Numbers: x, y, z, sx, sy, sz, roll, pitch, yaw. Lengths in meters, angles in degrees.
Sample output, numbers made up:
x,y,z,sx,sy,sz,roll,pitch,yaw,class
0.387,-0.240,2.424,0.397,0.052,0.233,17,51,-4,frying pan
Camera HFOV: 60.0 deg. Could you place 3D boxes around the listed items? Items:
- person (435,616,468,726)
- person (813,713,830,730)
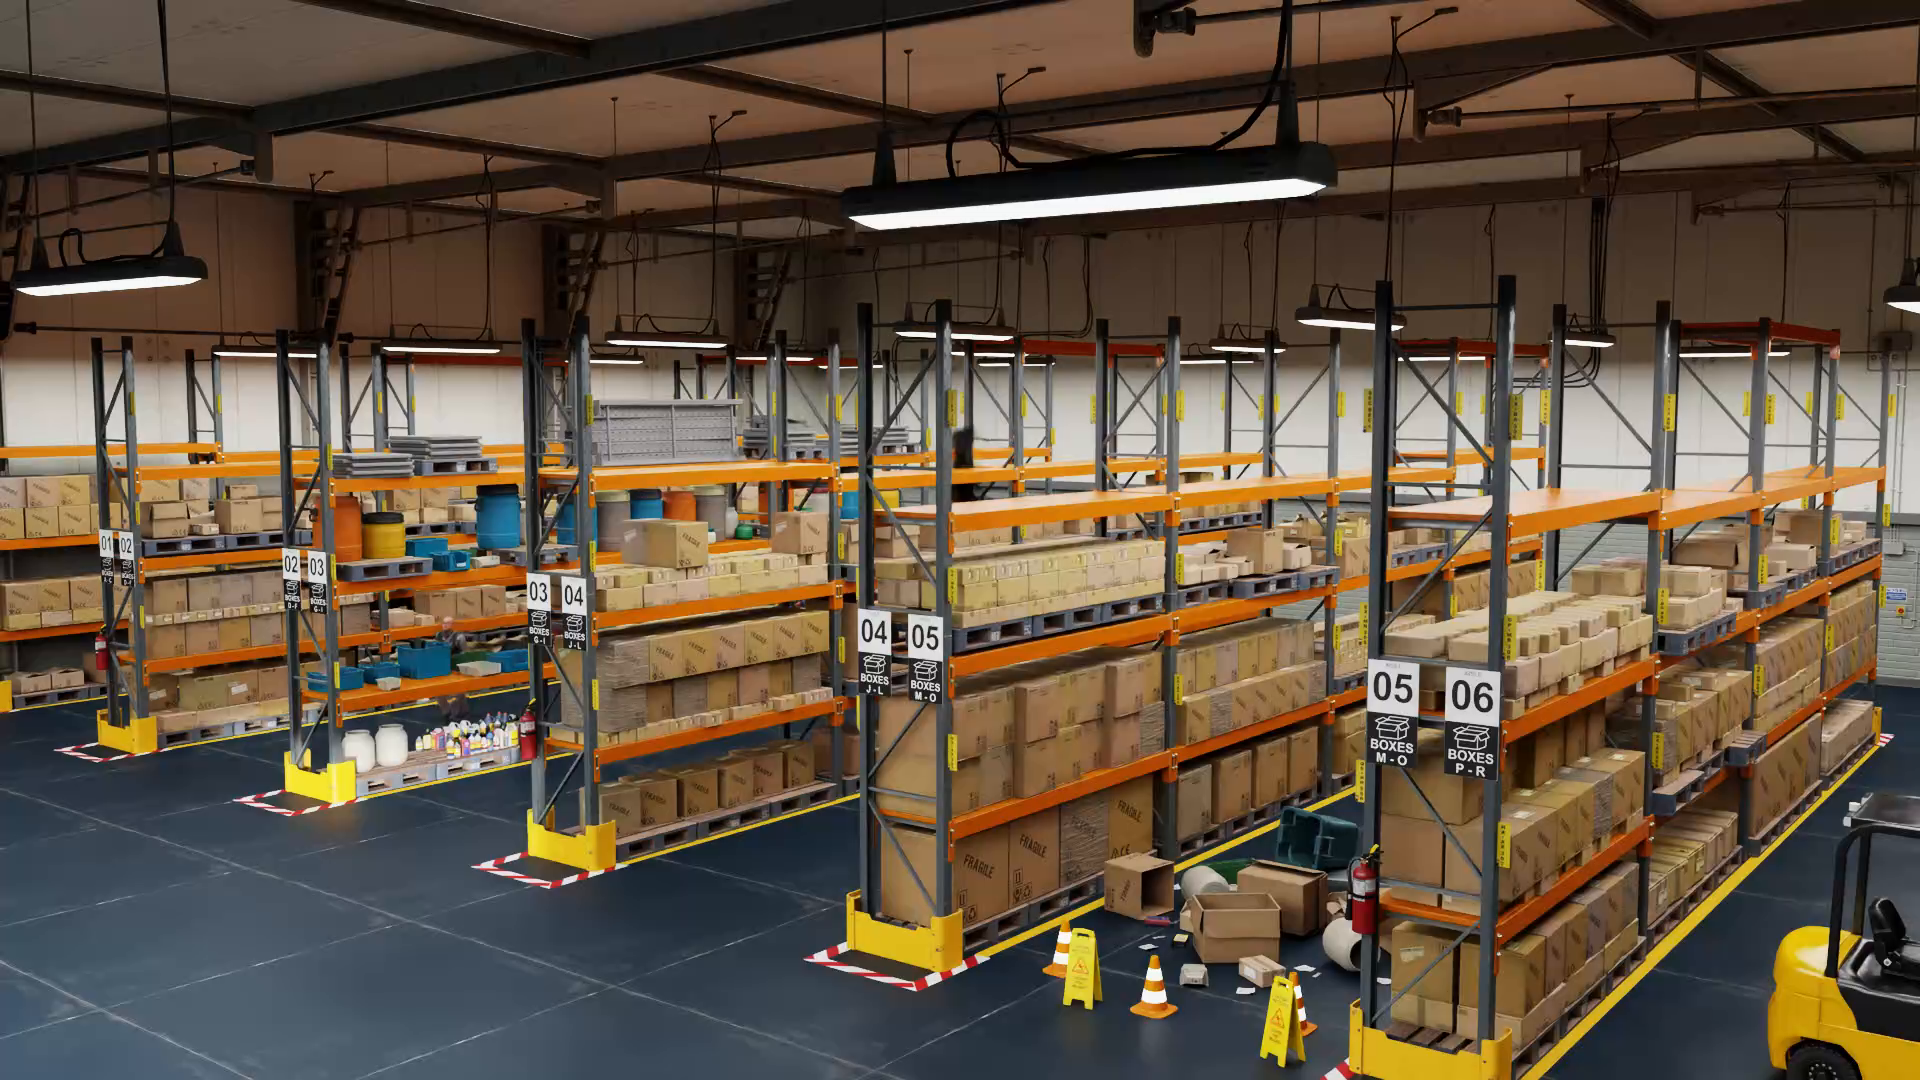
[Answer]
x,y,z,sx,sy,sz,roll,pitch,yaw,class
-8.008,2.062,26.151,0.607,1.726,0.834,1,5,8,person
-2.017,2.210,24.310,0.555,1.740,0.811,4,6,38,person
